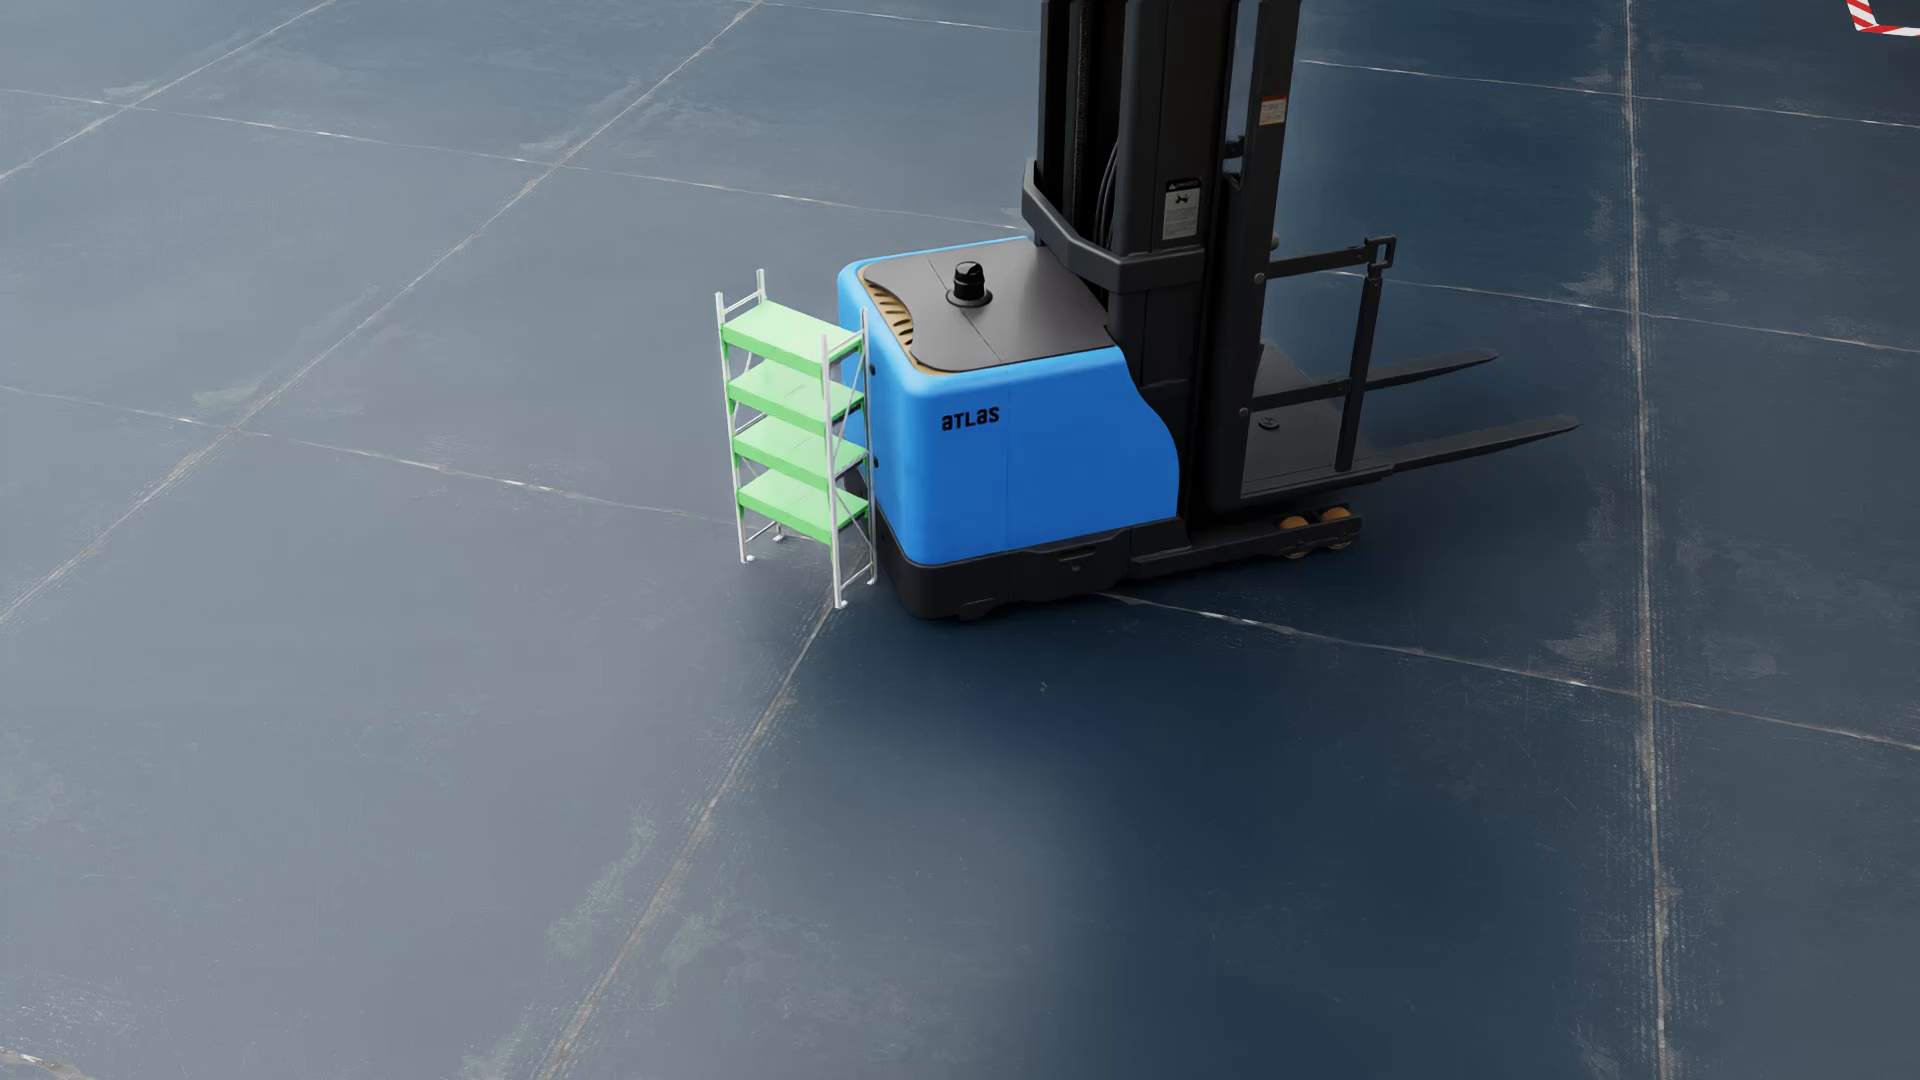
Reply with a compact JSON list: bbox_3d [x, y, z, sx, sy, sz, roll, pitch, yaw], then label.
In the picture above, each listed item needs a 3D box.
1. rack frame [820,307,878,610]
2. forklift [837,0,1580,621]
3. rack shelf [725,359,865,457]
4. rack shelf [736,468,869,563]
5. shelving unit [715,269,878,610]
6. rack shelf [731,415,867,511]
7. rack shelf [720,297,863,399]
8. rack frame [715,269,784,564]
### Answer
[{"bbox_3d":[-0.402,-0.274,6.110,0.015,1.200,0.240,24,43,29],"label":"rack frame"},{"bbox_3d":[1.090,-1.392,6.169,3.031,2.935,1.130,-11,38,-15],"label":"forklift"},{"bbox_3d":[-0.598,-0.502,6.123,0.480,0.148,0.258,24,43,29],"label":"rack shelf"},{"bbox_3d":[-0.598,-0.116,6.408,0.480,0.148,0.258,24,43,29],"label":"rack shelf"},{"bbox_3d":[-0.598,-0.360,6.227,0.503,1.200,0.258,24,43,29],"label":"shelving unit"},{"bbox_3d":[-0.598,-0.309,6.265,0.480,0.148,0.258,24,43,29],"label":"rack shelf"},{"bbox_3d":[-0.598,-0.696,5.981,0.480,0.148,0.258,24,43,29],"label":"rack shelf"},{"bbox_3d":[-0.793,-0.447,6.345,0.015,1.200,0.240,24,43,29],"label":"rack frame"}]
